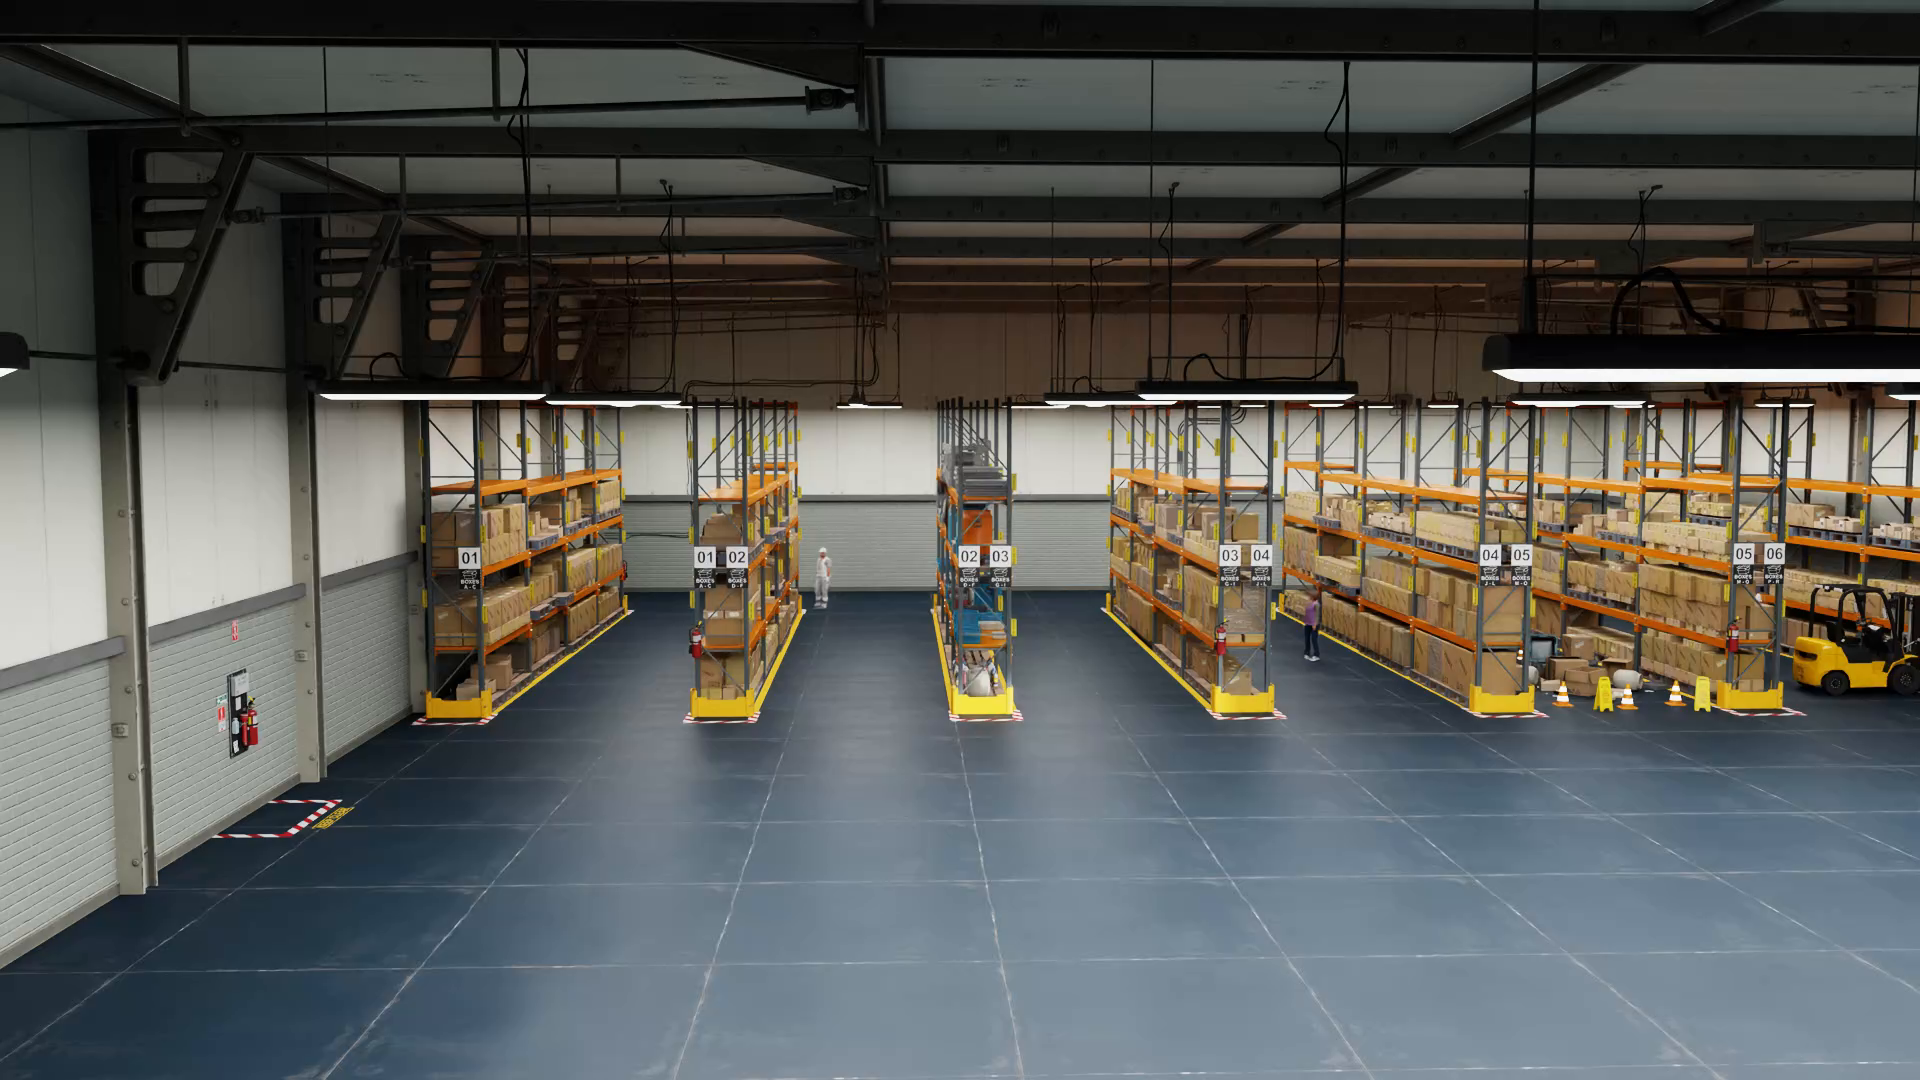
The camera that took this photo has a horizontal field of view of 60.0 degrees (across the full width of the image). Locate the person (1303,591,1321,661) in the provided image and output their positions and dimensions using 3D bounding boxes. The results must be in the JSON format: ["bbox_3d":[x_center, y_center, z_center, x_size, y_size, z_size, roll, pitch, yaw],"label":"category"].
[{"bbox_3d":[8.107,1.974,38.379,0.361,1.606,0.468,-4,6,-41],"label":"person"}]

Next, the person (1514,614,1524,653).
[{"bbox_3d":[13.190,1.809,39.267,0.650,1.799,0.692,-1,5,-14],"label":"person"}]

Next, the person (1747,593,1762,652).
[{"bbox_3d":[17.272,2.042,36.325,0.539,1.772,0.570,-4,6,-40],"label":"person"}]

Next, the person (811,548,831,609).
[{"bbox_3d":[-4.024,1.128,48.138,0.615,1.824,0.413,3,6,38],"label":"person"}]
